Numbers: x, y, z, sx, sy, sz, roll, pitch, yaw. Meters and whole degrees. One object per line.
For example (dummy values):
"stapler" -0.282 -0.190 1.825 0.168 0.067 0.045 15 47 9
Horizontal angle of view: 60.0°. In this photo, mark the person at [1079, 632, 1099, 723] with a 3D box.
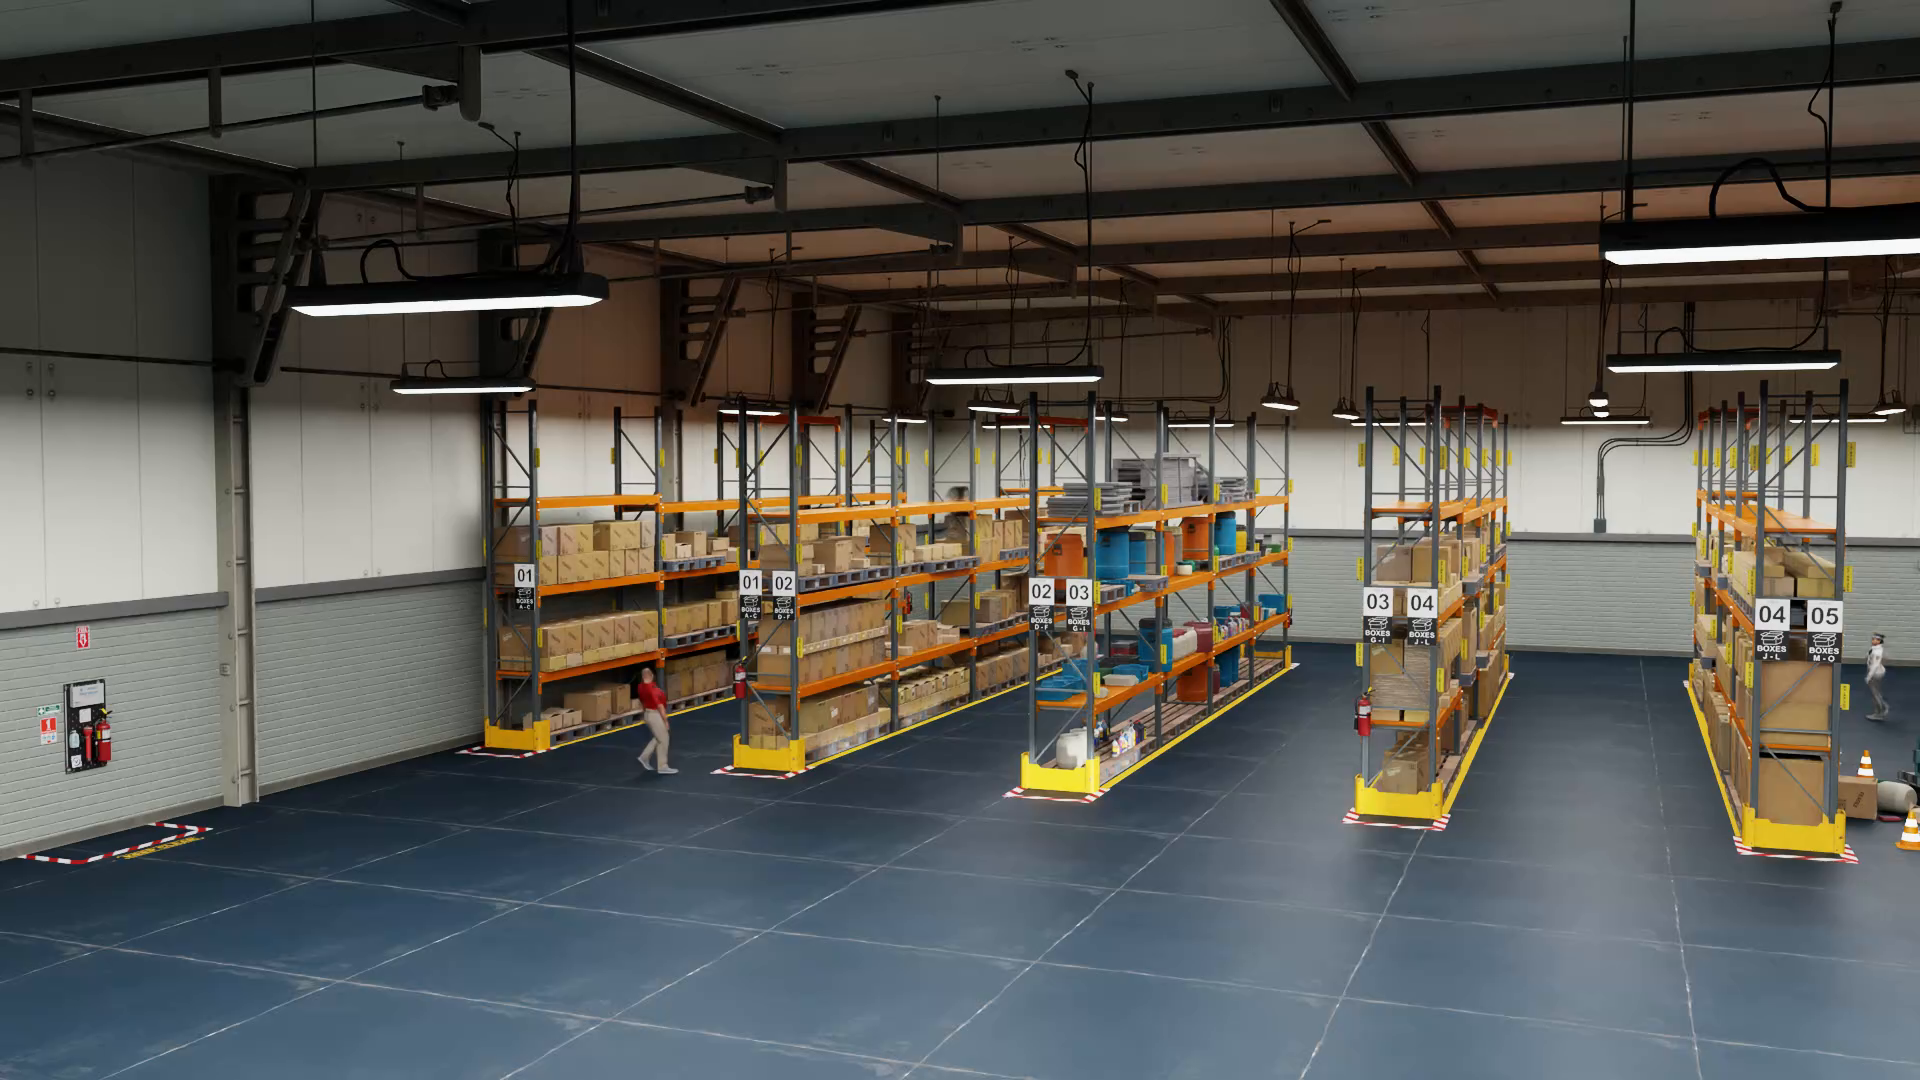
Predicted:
"person" 2.451 2.558 31.439 0.373 1.818 0.719 1 3 18

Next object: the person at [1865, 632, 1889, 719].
"person" 17.458 2.584 31.735 0.518 1.677 0.447 -2 4 -40

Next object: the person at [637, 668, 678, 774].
"person" -4.817 2.859 26.424 0.580 1.695 0.638 -2 3 -29
